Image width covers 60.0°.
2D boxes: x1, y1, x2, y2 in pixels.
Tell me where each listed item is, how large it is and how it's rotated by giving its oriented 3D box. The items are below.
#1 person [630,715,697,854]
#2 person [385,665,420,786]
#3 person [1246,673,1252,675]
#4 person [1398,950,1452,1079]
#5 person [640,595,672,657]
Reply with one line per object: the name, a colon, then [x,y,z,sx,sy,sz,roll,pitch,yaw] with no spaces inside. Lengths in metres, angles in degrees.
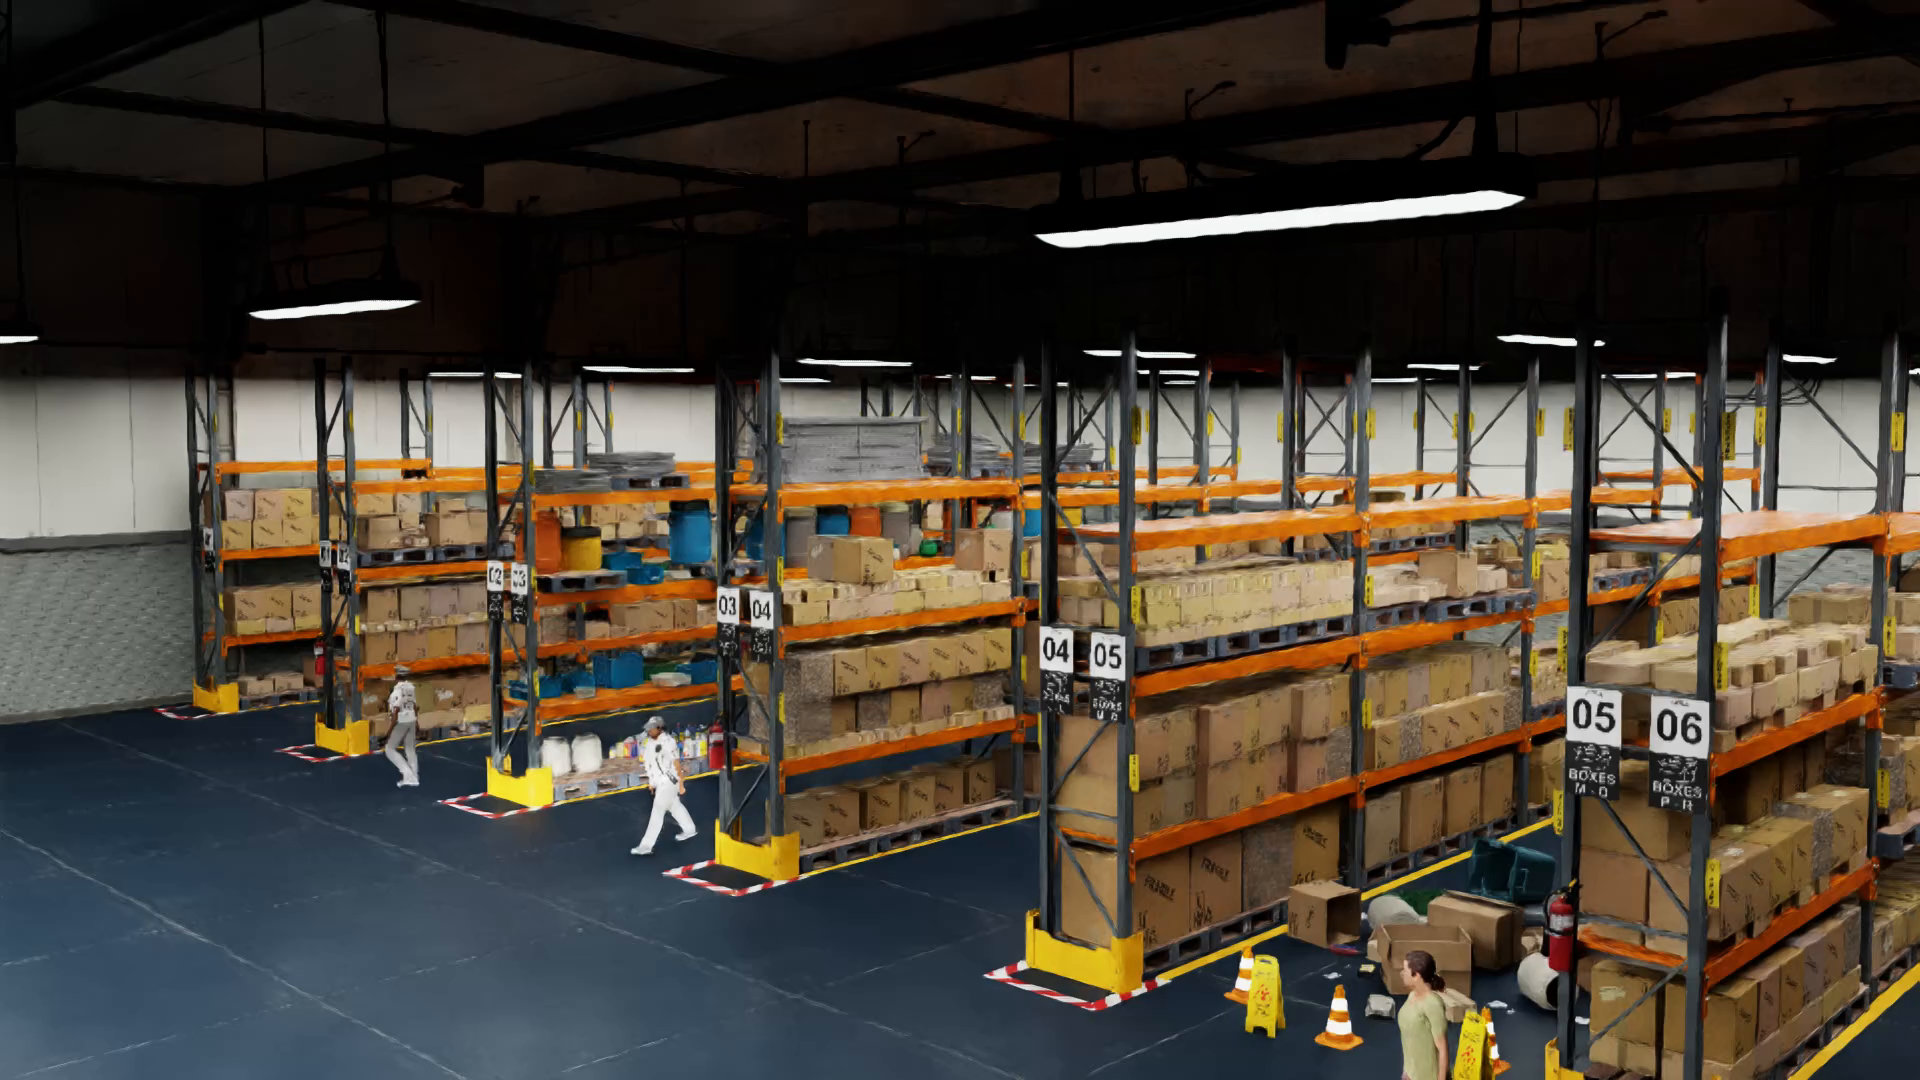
person: [-3.538,2.848,19.696,1.078,1.579,0.499,-4,6,-43]
person: [-7.678,2.572,22.950,0.450,1.655,0.629,1,4,13]
person: [4.195,2.469,23.318,0.442,1.792,0.693,3,5,31]
person: [3.096,3.510,10.876,0.573,1.663,0.484,-1,4,-8]
person: [-5.888,1.884,31.643,0.904,1.715,0.736,-4,6,-41]
